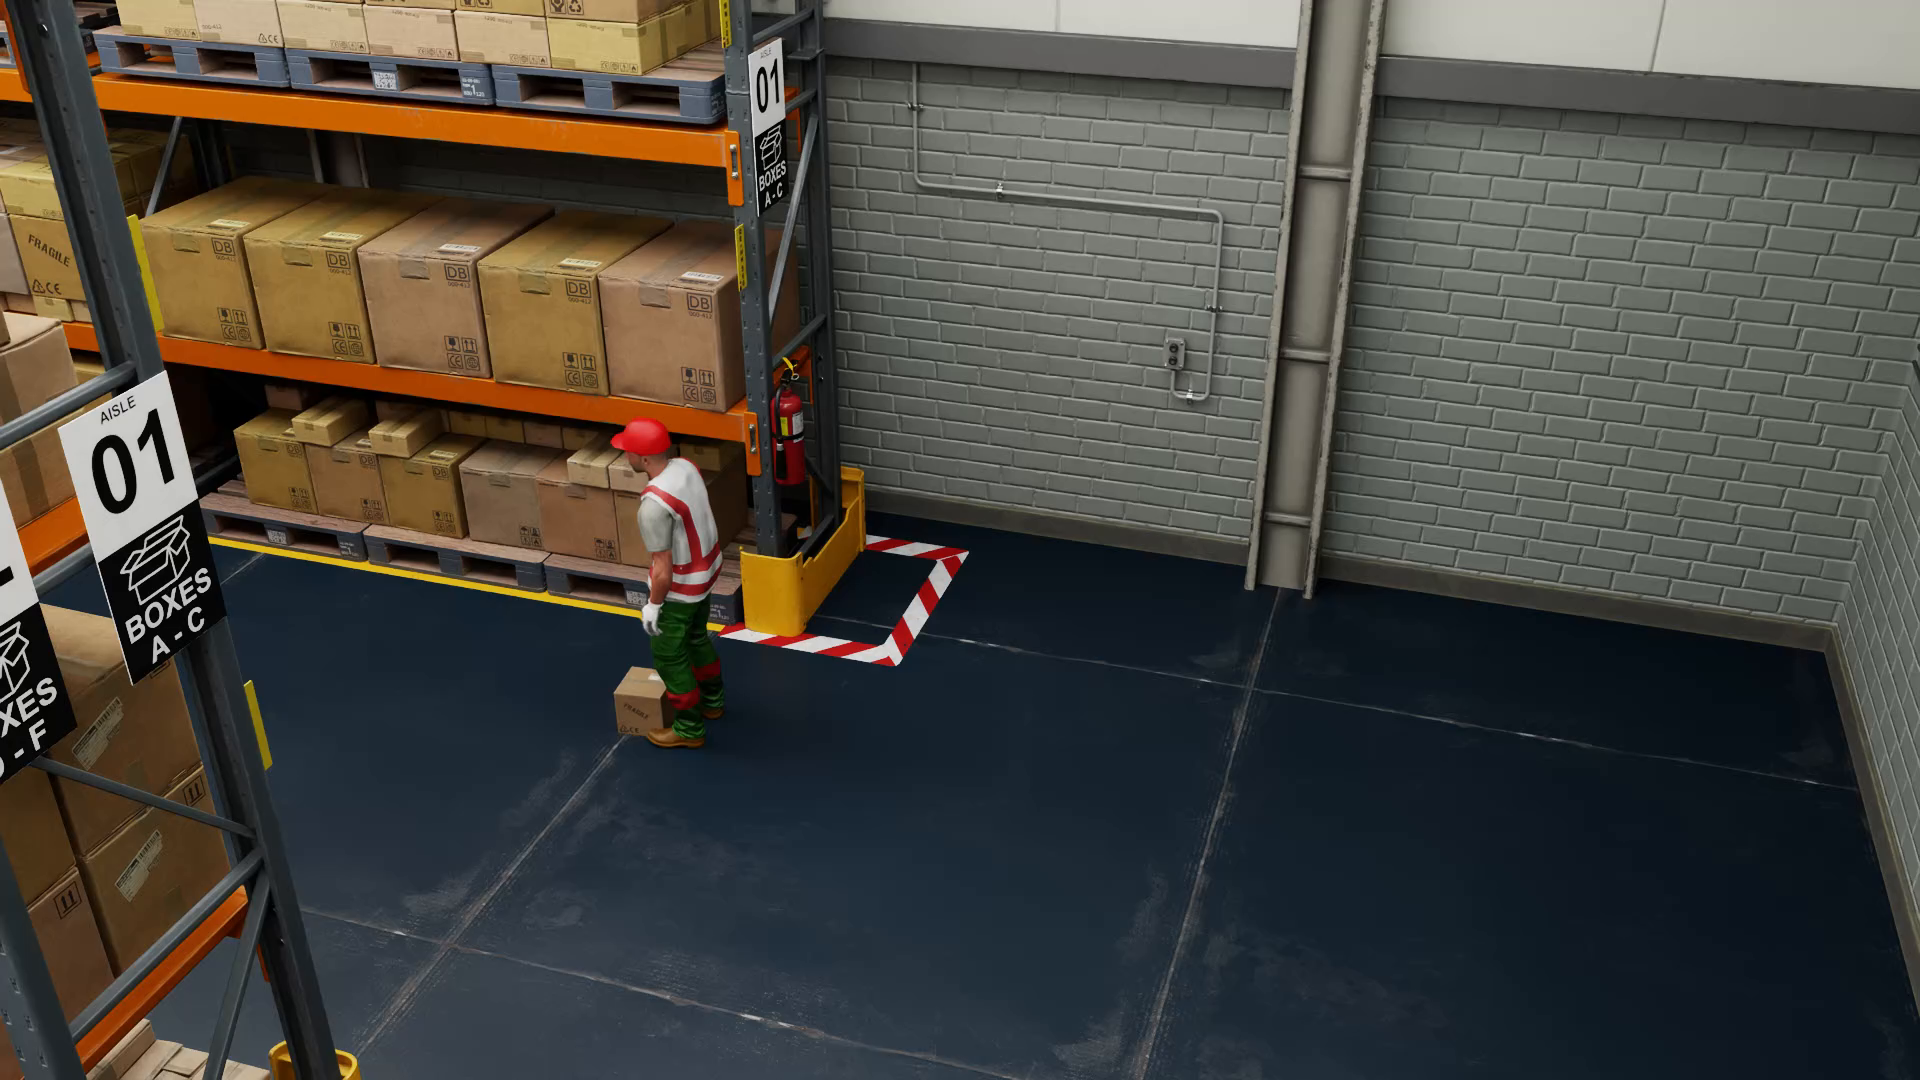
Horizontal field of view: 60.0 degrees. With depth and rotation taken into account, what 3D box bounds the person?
[{"bbox_3d":[-1.396,0.209,8.120,0.453,1.778,0.615,7,30,12],"label":"person"}]
